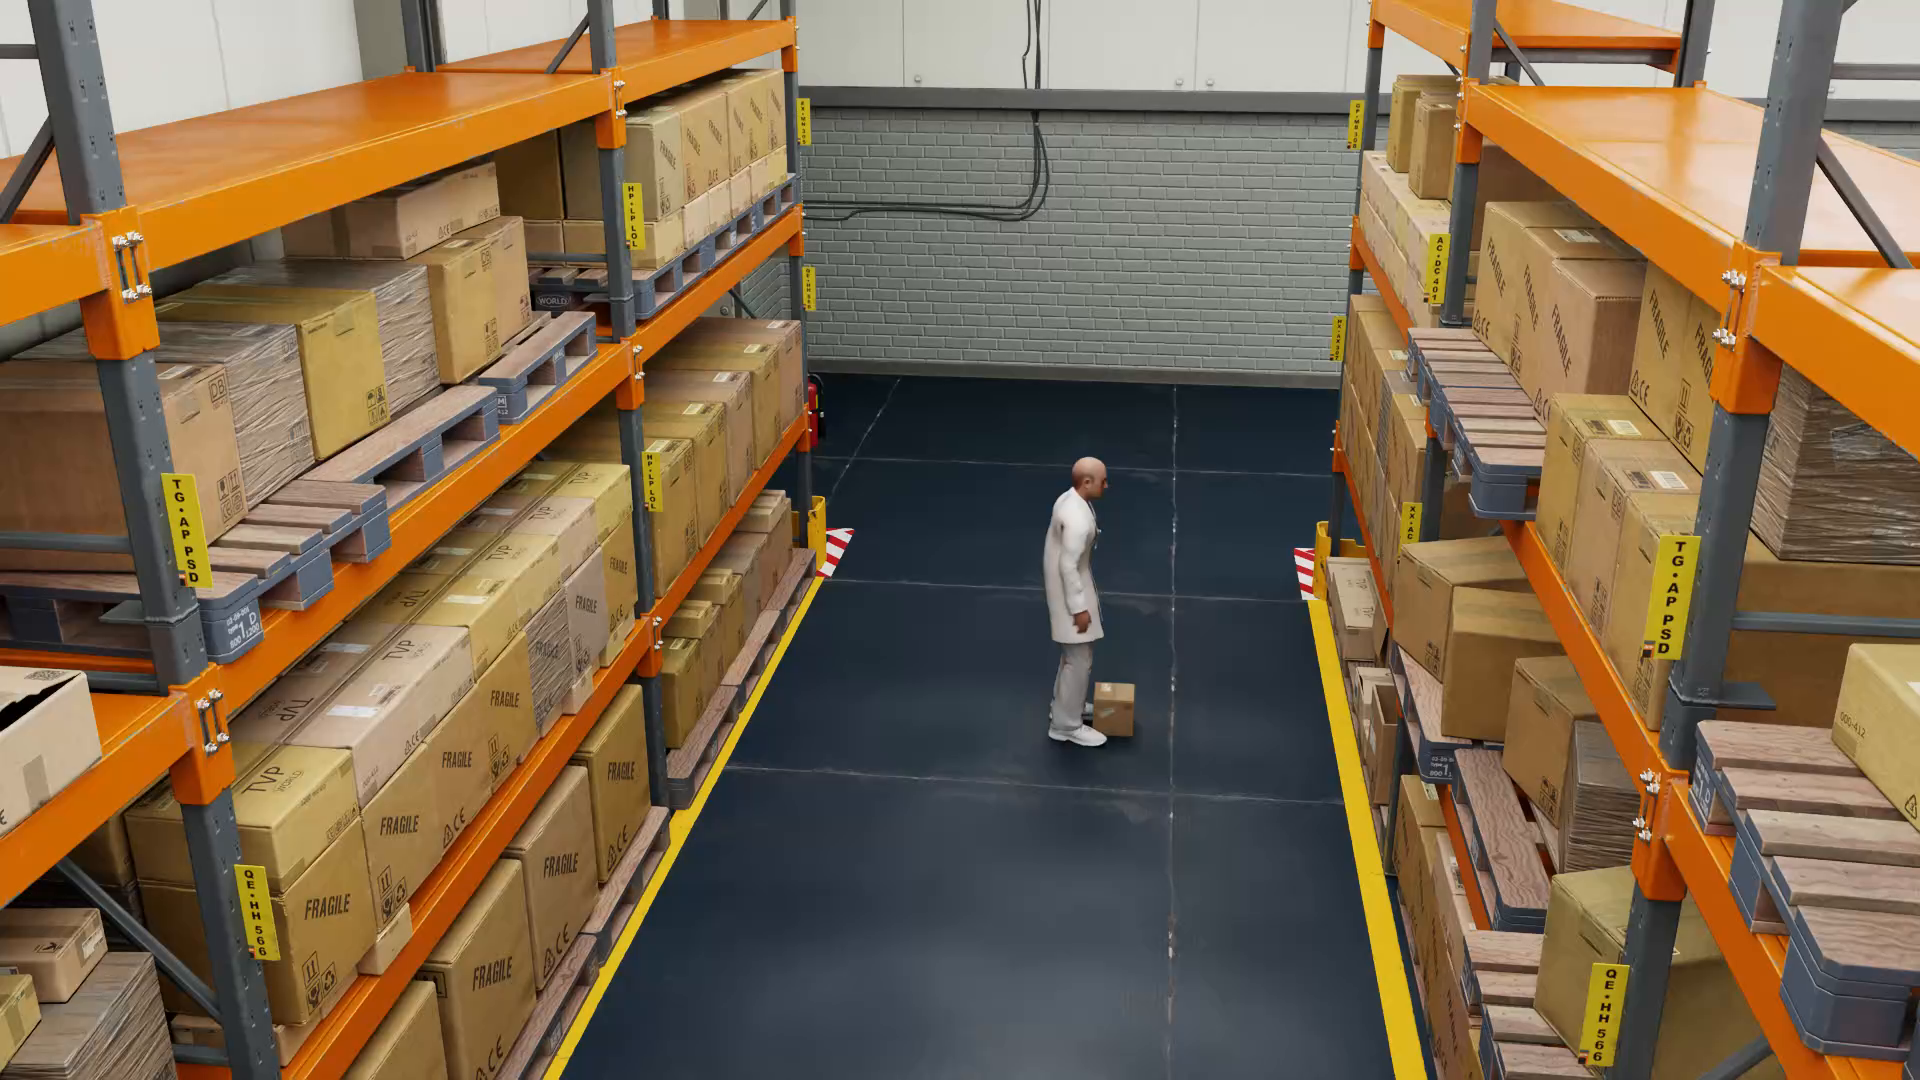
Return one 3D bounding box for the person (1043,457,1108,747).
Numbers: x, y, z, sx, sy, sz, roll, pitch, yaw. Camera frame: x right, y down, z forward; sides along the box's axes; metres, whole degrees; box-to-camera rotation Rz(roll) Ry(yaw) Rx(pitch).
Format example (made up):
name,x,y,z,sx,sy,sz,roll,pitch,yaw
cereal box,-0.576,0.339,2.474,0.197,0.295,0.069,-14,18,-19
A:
name,x,y,z,sx,sy,sz,roll,pitch,yaw
person,0.718,0.346,10.198,0.428,1.772,0.641,2,21,4
